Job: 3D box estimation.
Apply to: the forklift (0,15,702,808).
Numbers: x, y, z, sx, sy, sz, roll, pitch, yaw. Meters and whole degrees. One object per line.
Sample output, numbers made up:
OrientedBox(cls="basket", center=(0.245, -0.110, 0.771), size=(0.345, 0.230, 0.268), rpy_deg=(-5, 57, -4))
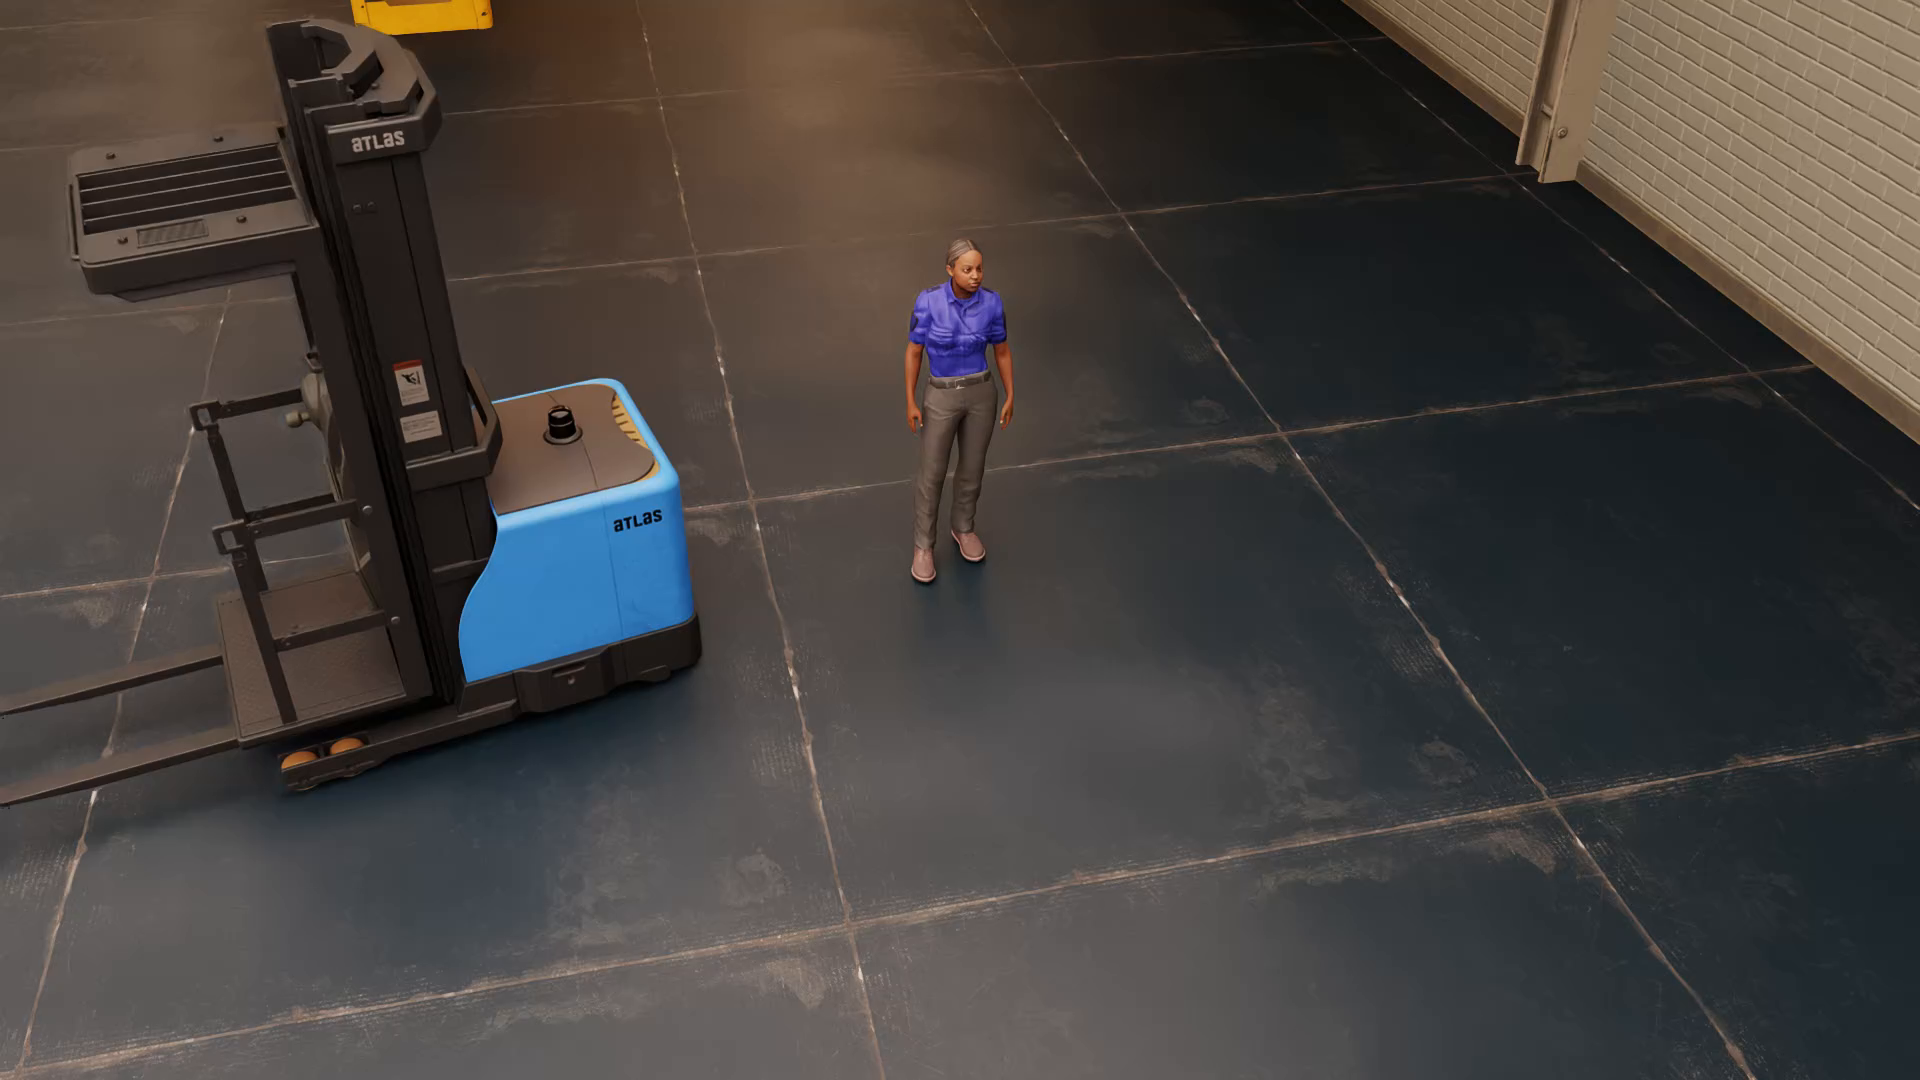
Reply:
OrientedBox(cls="forklift", center=(-2.754, -0.477, 6.713), size=(3.031, 2.935, 1.130), rpy_deg=(-15, 39, -20))

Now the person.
OrientedBox(cls="person", center=(0.000, -0.625, 7.999), size=(0.569, 1.654, 0.504), rpy_deg=(-8, 36, -11))
